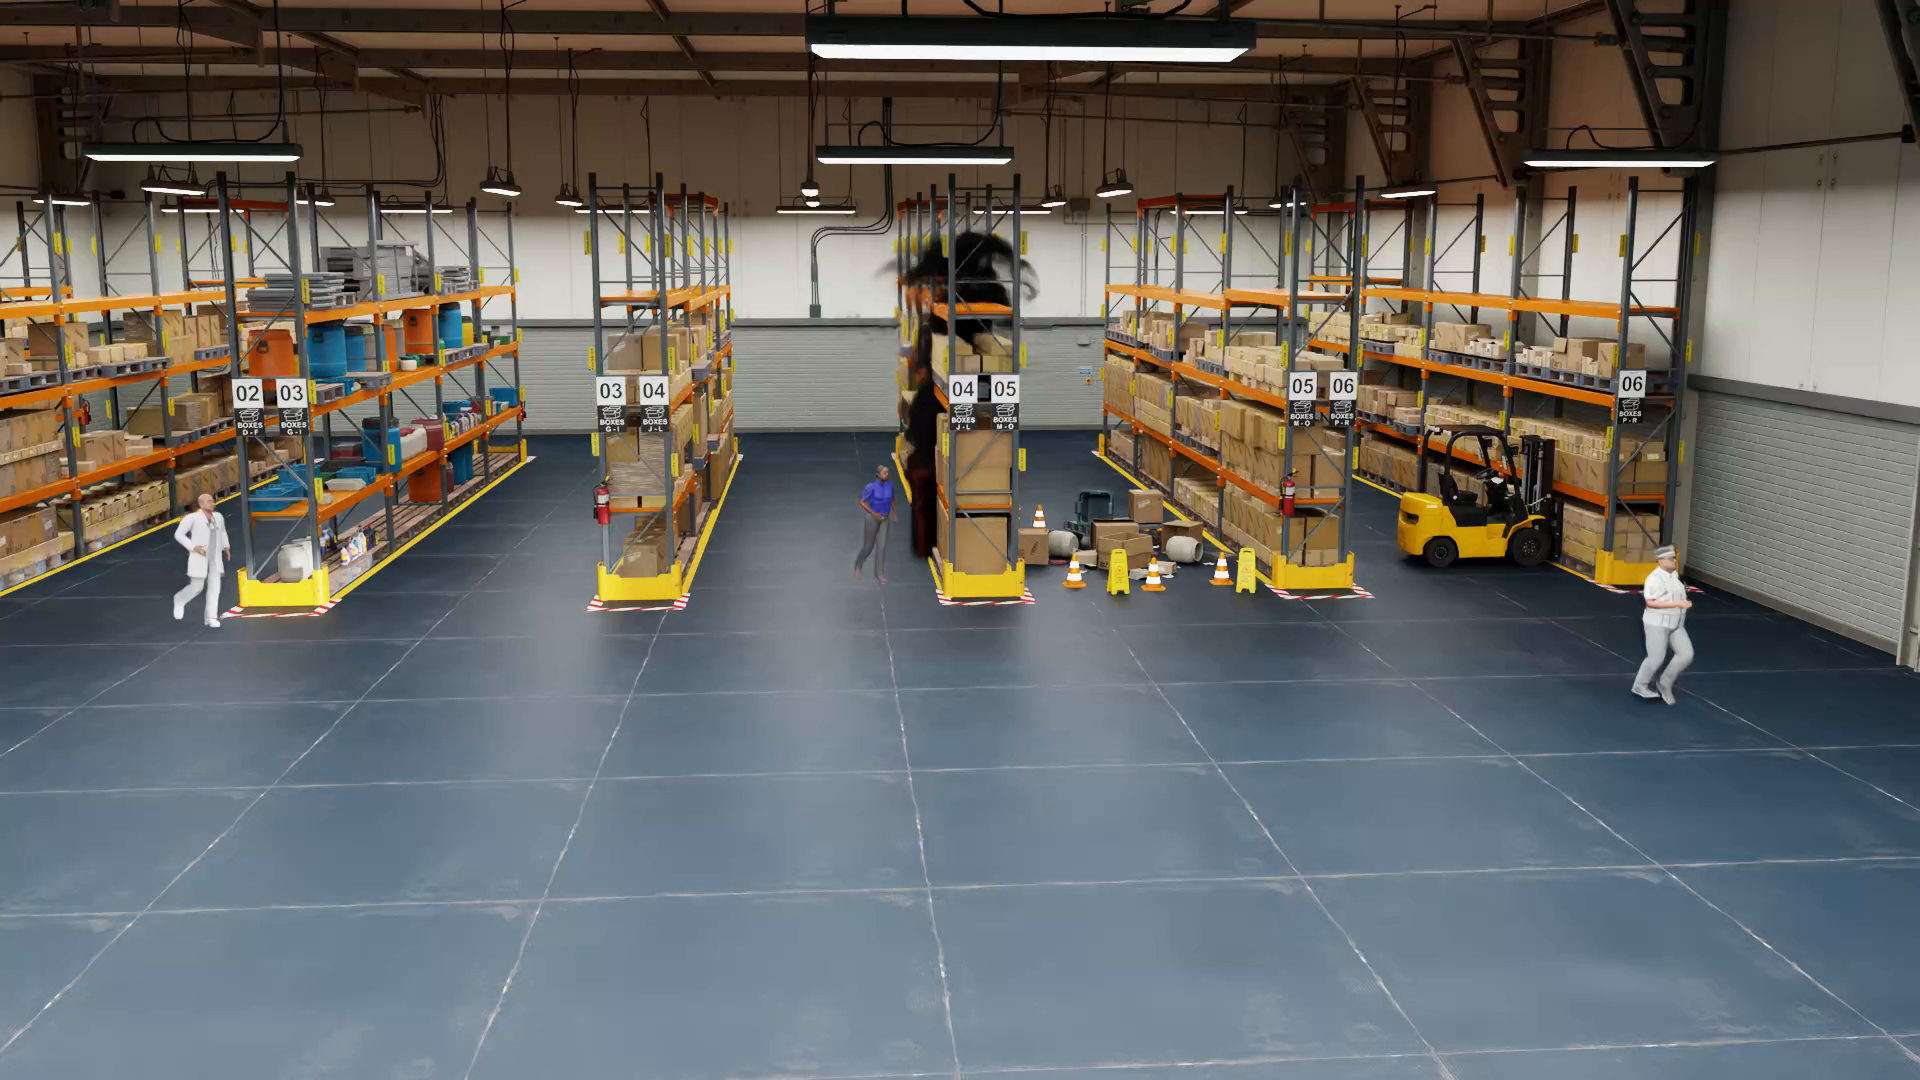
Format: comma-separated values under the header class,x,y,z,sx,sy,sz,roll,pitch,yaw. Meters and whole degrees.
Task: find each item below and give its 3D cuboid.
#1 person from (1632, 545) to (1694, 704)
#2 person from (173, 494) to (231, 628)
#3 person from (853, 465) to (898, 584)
class,x,y,z,sx,sy,sz,roll,pitch,yaw
person,7.795,0.951,18.311,0.642,1.821,0.689,-6,12,-30
person,-10.069,0.249,22.258,0.985,1.728,0.774,7,12,35
person,-1.144,-0.236,23.754,0.628,1.684,0.742,-7,12,-34
